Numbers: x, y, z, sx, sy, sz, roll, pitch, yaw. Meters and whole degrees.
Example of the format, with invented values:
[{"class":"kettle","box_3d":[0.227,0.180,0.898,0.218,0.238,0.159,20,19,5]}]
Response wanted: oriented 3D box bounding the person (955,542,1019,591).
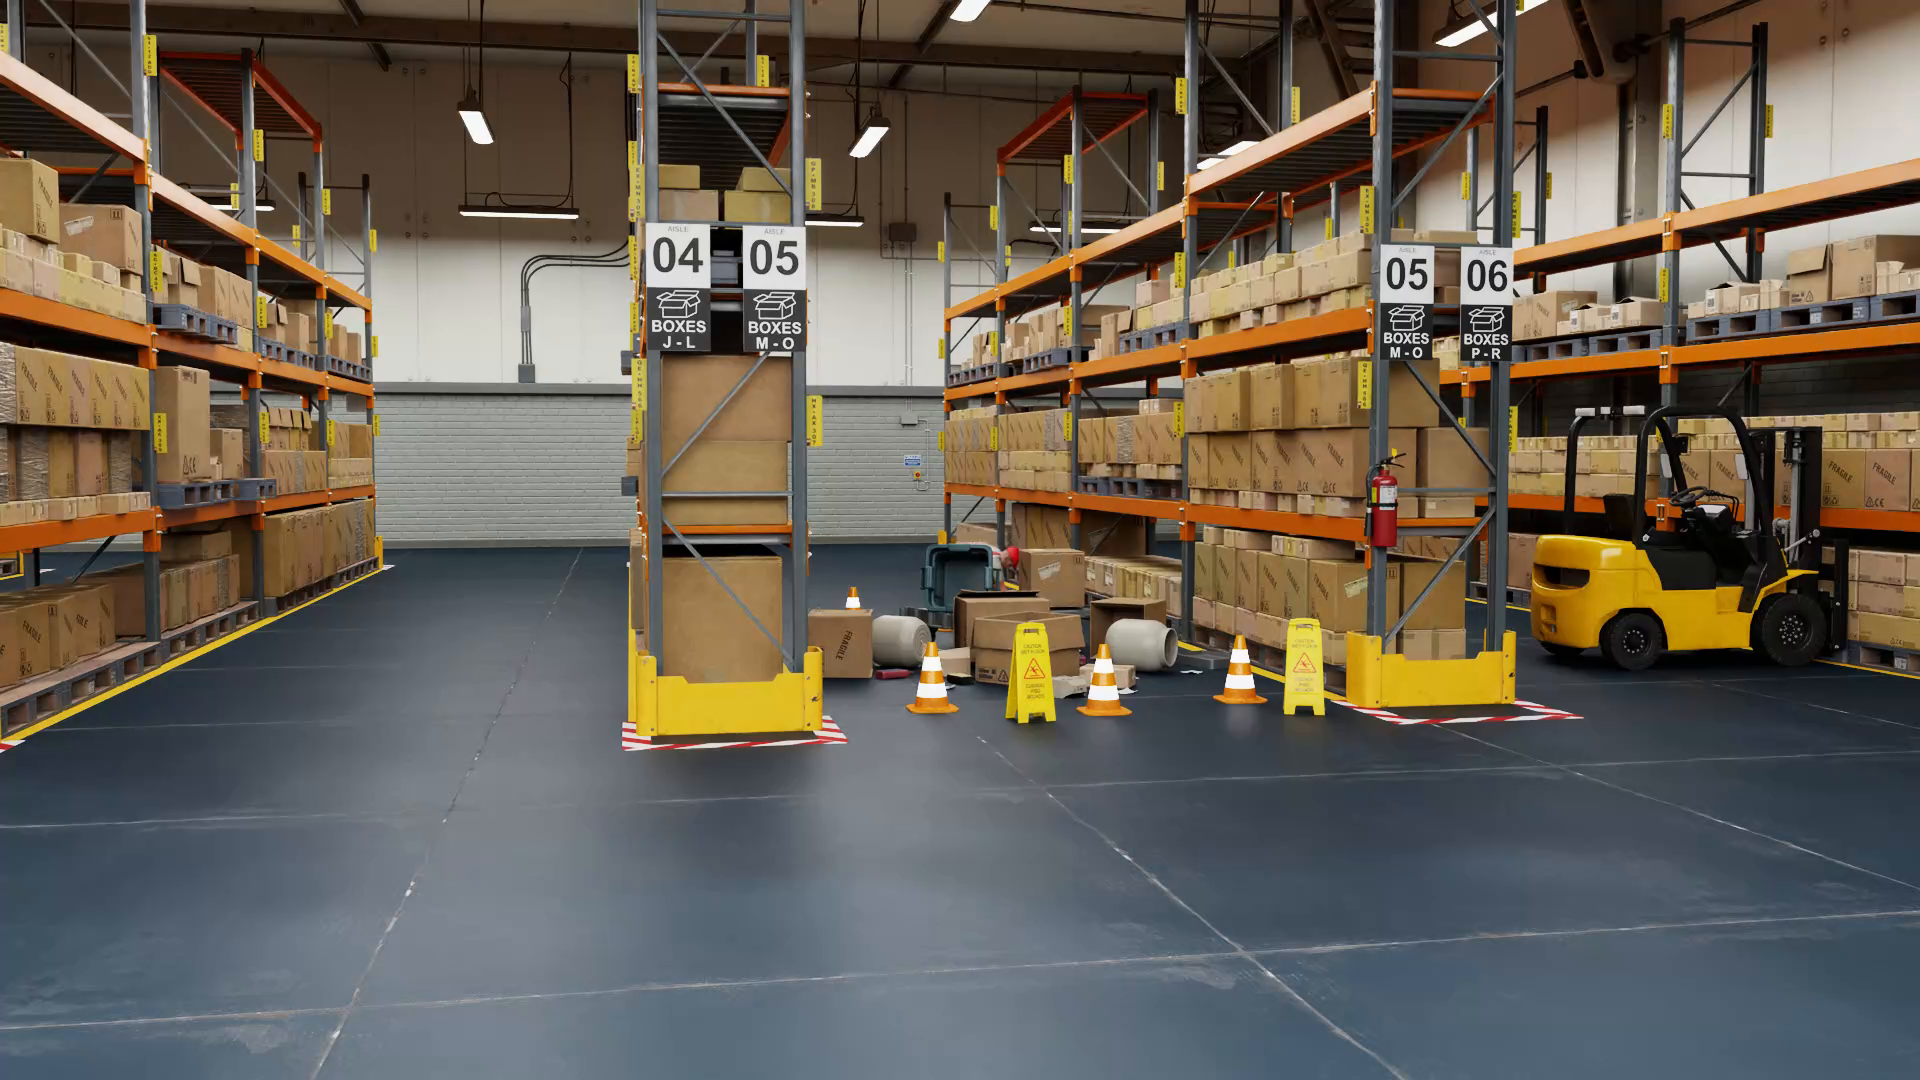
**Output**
[{"class":"person","box_3d":[0.209,0.434,18.318,0.966,0.817,0.516,-1,3,-13]}]
